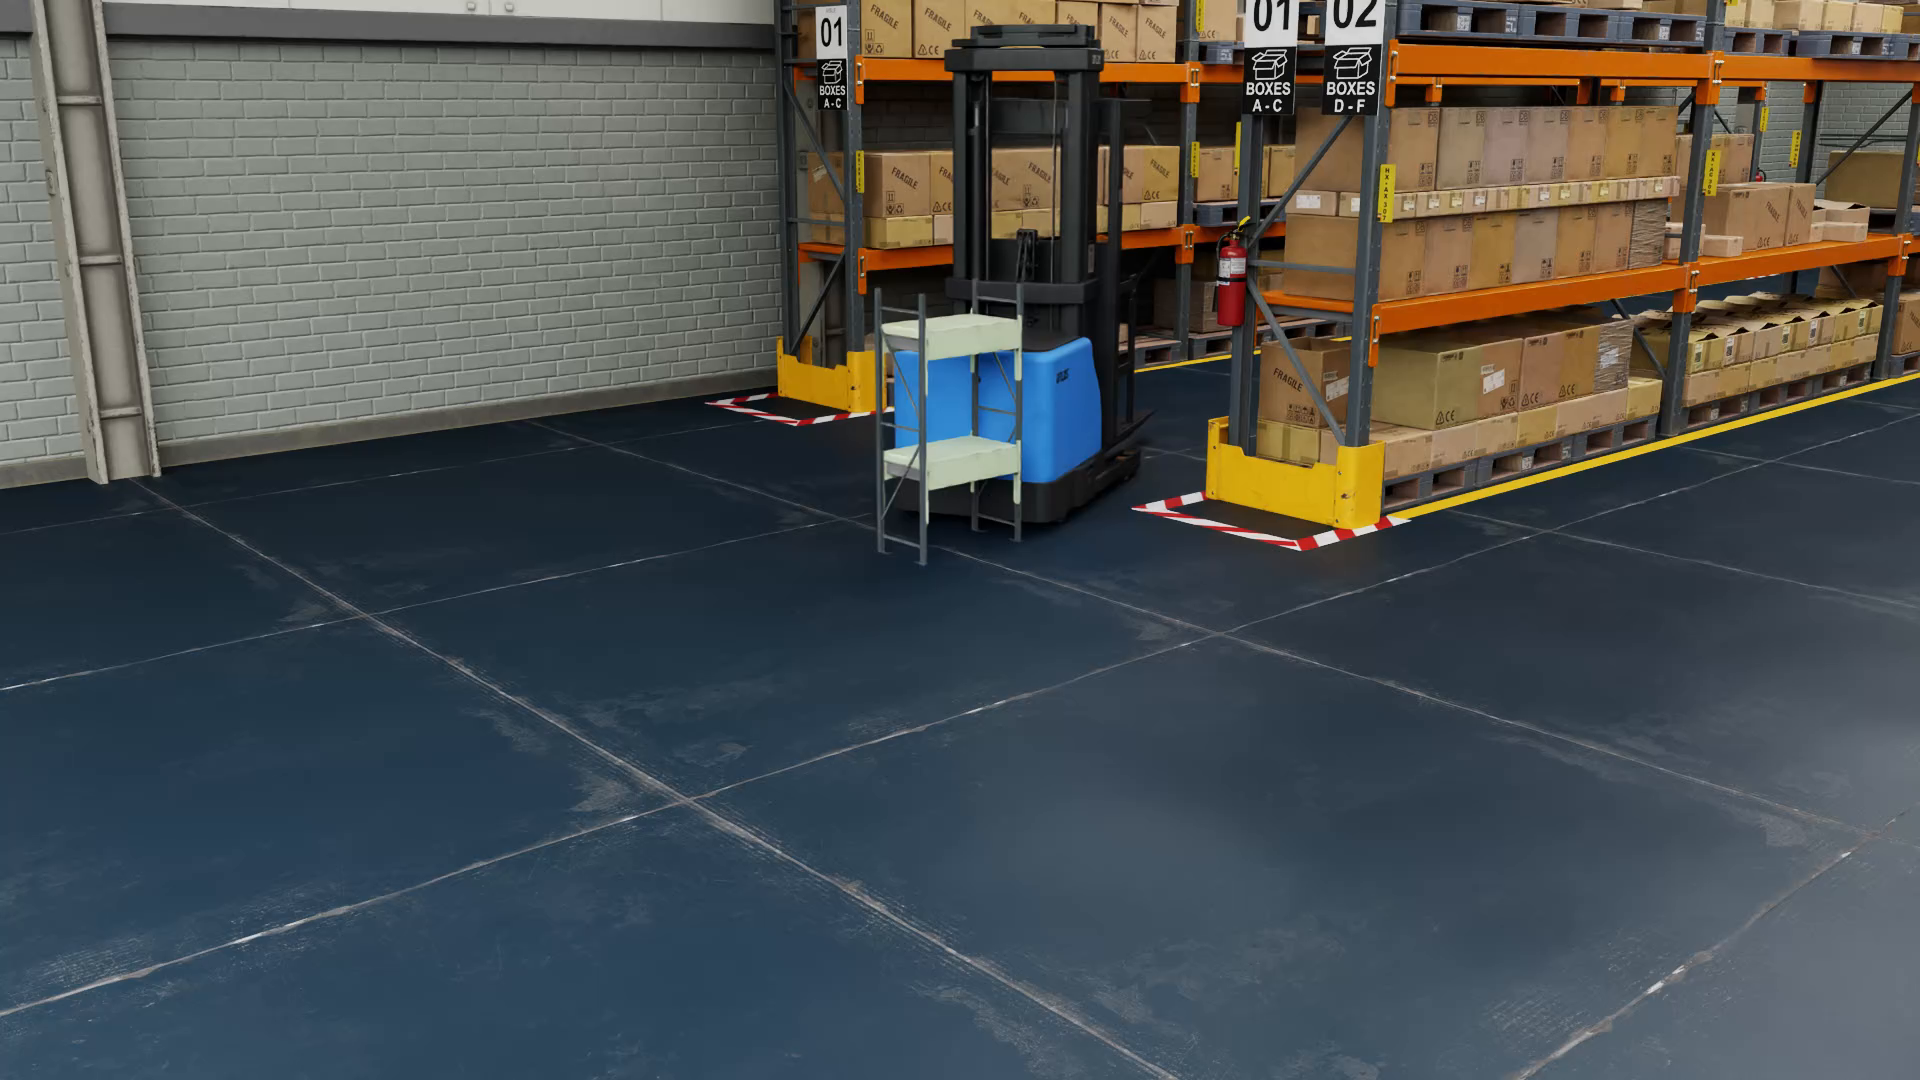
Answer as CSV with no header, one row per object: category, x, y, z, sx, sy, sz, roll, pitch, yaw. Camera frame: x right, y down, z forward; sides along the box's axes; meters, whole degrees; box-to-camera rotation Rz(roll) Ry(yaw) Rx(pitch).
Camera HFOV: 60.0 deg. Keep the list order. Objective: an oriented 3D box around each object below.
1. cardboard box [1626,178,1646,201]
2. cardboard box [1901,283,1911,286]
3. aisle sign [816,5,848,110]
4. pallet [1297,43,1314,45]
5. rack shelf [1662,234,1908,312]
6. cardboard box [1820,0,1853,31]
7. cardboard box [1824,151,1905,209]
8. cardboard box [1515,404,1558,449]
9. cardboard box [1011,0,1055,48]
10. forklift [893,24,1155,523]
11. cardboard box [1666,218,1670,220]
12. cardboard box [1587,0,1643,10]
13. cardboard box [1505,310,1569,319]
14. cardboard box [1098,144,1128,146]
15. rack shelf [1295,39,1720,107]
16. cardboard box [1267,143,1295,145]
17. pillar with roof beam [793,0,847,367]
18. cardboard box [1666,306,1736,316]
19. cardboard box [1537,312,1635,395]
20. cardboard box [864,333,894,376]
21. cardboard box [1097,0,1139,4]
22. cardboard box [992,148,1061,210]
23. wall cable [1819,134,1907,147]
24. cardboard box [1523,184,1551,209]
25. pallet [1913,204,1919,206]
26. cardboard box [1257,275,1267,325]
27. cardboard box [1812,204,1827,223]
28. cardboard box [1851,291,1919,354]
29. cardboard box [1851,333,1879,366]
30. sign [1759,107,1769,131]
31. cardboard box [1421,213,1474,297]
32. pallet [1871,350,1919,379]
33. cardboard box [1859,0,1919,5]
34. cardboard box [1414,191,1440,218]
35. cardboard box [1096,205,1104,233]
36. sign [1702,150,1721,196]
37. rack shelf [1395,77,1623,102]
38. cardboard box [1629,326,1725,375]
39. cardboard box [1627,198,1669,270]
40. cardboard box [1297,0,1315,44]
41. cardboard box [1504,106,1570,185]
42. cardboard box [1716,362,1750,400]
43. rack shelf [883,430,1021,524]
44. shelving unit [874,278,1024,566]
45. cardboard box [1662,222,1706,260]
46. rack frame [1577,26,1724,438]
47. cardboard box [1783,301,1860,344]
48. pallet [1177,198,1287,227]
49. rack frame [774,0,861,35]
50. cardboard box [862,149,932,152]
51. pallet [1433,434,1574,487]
cardboard box,4.670,-2.517,11.911,0.250,0.149,0.380,-13,20,-41
cardboard box,9.078,-2.304,16.554,0.500,0.500,0.500,-14,20,-41
aisle sign,-1.012,-3.801,13.131,0.004,0.787,0.394,-13,19,-39
pallet,3.179,-4.912,16.878,1.003,0.211,1.213,-13,19,-39
rack shelf,6.627,-2.321,14.020,4.000,0.370,1.077,-13,19,-39
cardboard box,7.008,-4.312,13.745,0.500,0.250,0.500,-13,20,-40
cardboard box,8.537,-3.387,15.610,0.700,0.500,0.500,8,17,28
cardboard box,3.784,-0.828,11.551,0.500,0.250,0.500,-13,19,-39
cardboard box,0.470,-4.399,14.360,0.500,0.500,0.500,-11,19,-36
forklift,0.600,-1.852,11.004,1.130,2.935,3.031,6,16,21
cardboard box,9.846,-4.429,23.290,0.250,0.149,0.380,-12,19,-39
cardboard box,4.387,-3.670,11.268,0.250,0.149,0.380,-13,19,-39
cardboard box,4.191,-1.463,12.474,0.500,0.500,0.500,-13,19,-39
cardboard box,1.372,-3.554,16.041,0.500,0.500,0.500,-13,20,-41
rack shelf,3.609,-3.093,11.097,4.000,0.370,1.077,-13,19,-39
cardboard box,3.608,-3.935,17.623,0.500,0.500,0.700,-13,19,-39
pillar with roof beam,1.632,-4.963,10.893,0.400,9.000,9.100,-13,19,-39
cardboard box,6.383,-1.857,14.319,0.500,0.311,0.500,-13,20,-40
cardboard box,4.527,-1.363,12.101,0.500,0.500,0.500,-13,19,-39
cardboard box,-0.573,-1.629,14.394,0.500,0.311,0.500,13,20,41
cardboard box,1.255,-5.051,14.863,0.500,0.500,0.500,-11,19,-36
cardboard box,0.558,-3.196,14.699,0.500,0.500,0.500,-12,19,-38
wall cable,15.417,-7.613,26.831,0.112,2.526,3.097,-13,19,-39
cardboard box,3.698,-2.299,11.092,0.250,0.149,0.380,-12,19,-39
pallet,9.599,-3.245,16.458,1.213,0.211,1.003,-13,19,-39
cardboard box,2.765,-2.524,17.376,0.500,0.500,0.700,-13,20,-40
cardboard box,7.334,-2.850,14.781,0.500,0.311,0.500,-13,20,-40
cardboard box,8.666,-2.034,15.542,0.500,0.500,0.500,-12,19,-37
cardboard box,7.899,-1.745,14.985,0.500,0.250,0.500,-12,19,-38
sign,11.262,-5.892,23.293,0.005,0.325,0.100,-13,19,-39
cardboard box,2.854,-1.867,10.733,0.500,0.500,0.700,-12,19,-38
pallet,8.724,-1.779,16.002,1.213,0.211,1.003,-13,19,-39
cardboard box,8.469,-5.061,14.939,0.500,0.500,0.500,-13,19,-39
cardboard box,2.735,-2.084,10.287,0.250,0.149,0.380,-13,20,-41
cardboard box,0.954,-2.920,15.123,0.500,0.250,0.500,-13,20,-40
sign,5.483,-2.678,12.134,0.005,0.325,0.100,-13,19,-39
rack shelf,6.390,-5.411,19.778,4.000,0.370,1.077,-13,19,-39
cardboard box,5.593,-1.497,12.968,0.500,0.311,0.500,-13,19,-39
cardboard box,4.787,-2.302,12.360,0.500,0.500,0.700,-13,20,-41
cardboard box,3.259,-5.280,16.884,0.500,0.500,0.500,-14,20,-41
cardboard box,3.652,-2.673,11.238,0.500,0.500,0.700,-13,19,-39
cardboard box,5.971,-1.311,13.358,0.500,0.250,0.500,-12,19,-38
rack shelf,-0.057,-0.366,9.478,0.720,0.370,0.431,-13,20,-41
shelving unit,-0.057,-0.681,9.394,0.755,1.500,0.431,-13,20,-41
cardboard box,5.461,-2.349,13.023,0.500,0.250,0.500,-11,19,-36
rack frame,5.118,-2.330,12.659,0.127,3.000,1.000,-13,19,-39
cardboard box,7.514,-1.927,14.578,0.500,0.311,0.500,-13,20,-40
pallet,2.535,-3.302,16.671,1.213,0.211,1.003,-13,19,-39
rack frame,-1.154,-5.514,12.956,0.127,3.000,1.000,-13,19,-39
cardboard box,-0.552,-3.120,14.416,0.500,0.500,0.500,-12,19,-39
pallet,3.570,-0.648,11.767,1.213,0.211,1.003,-13,19,-39
